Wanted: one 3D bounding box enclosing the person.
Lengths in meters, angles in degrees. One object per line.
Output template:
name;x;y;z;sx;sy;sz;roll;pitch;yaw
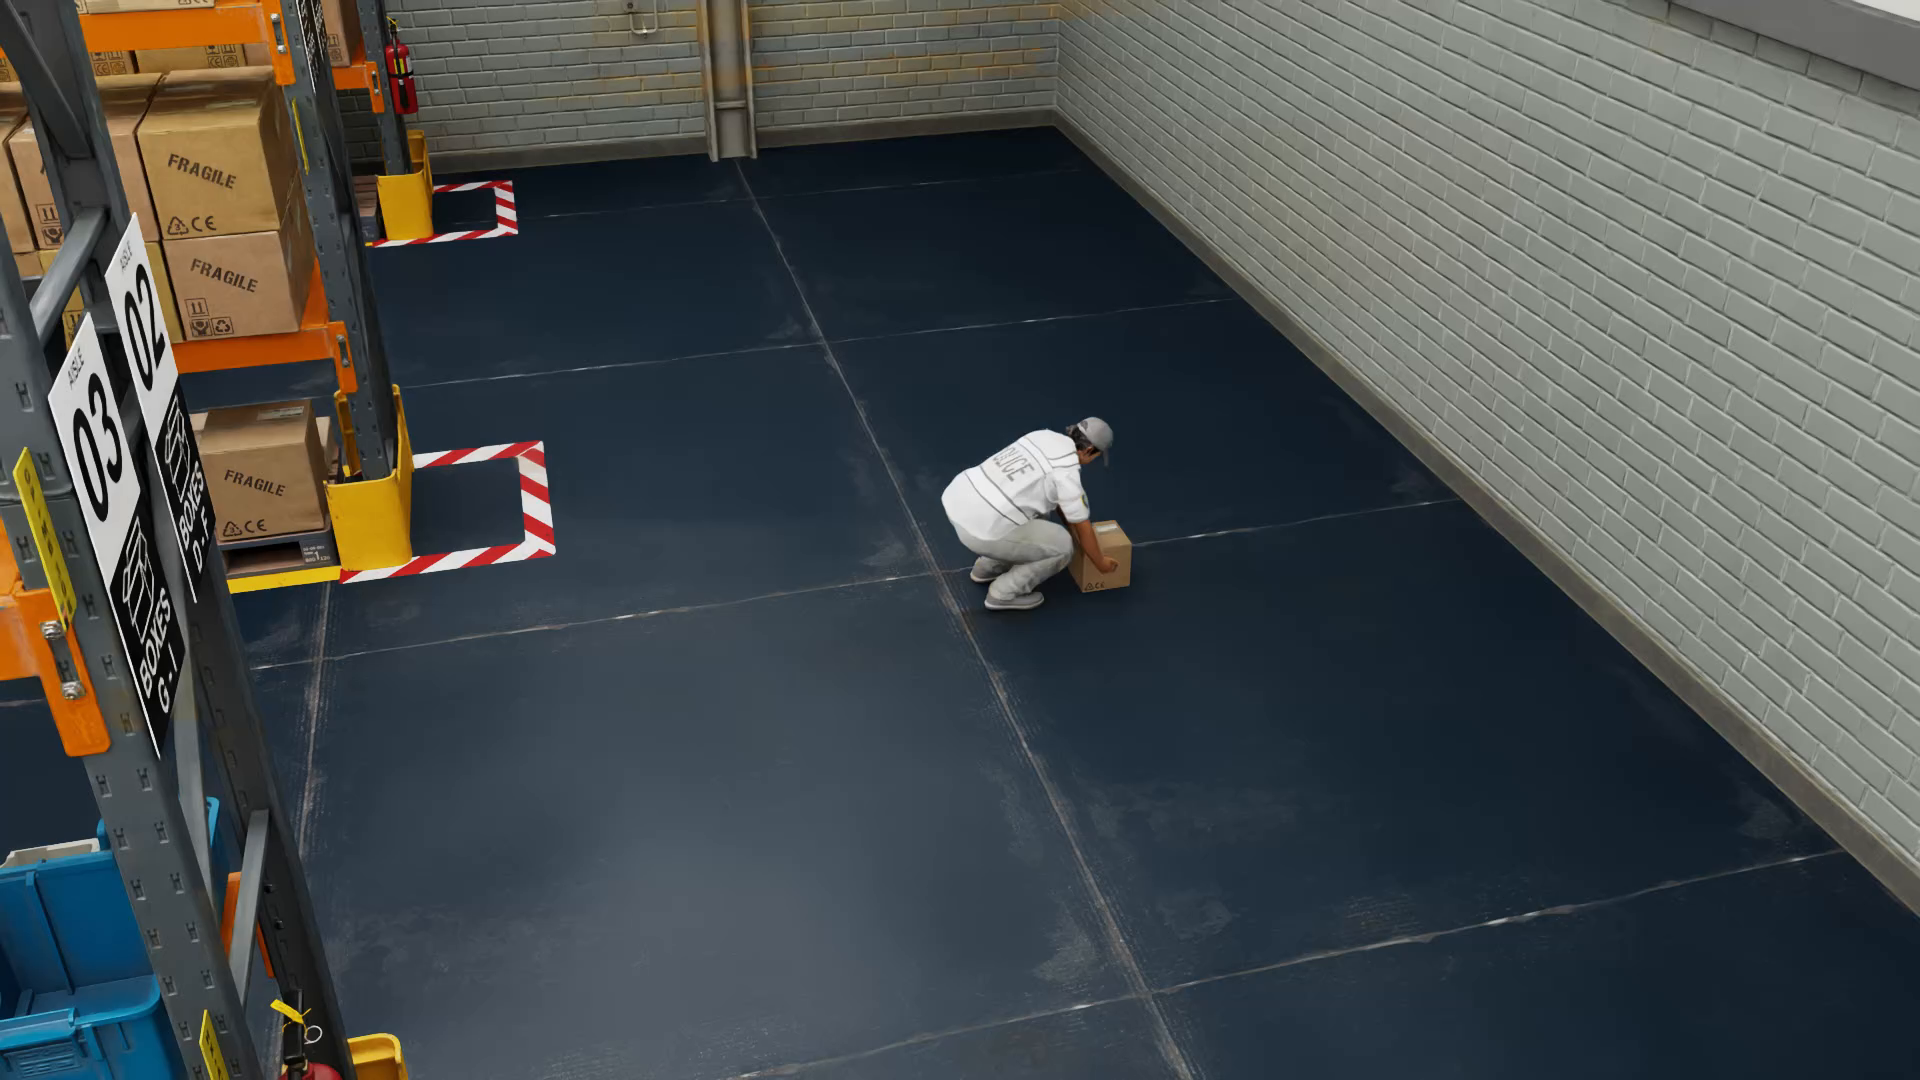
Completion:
person;0.345;-0.140;8.157;0.863;0.874;0.523;-8;31;-13
